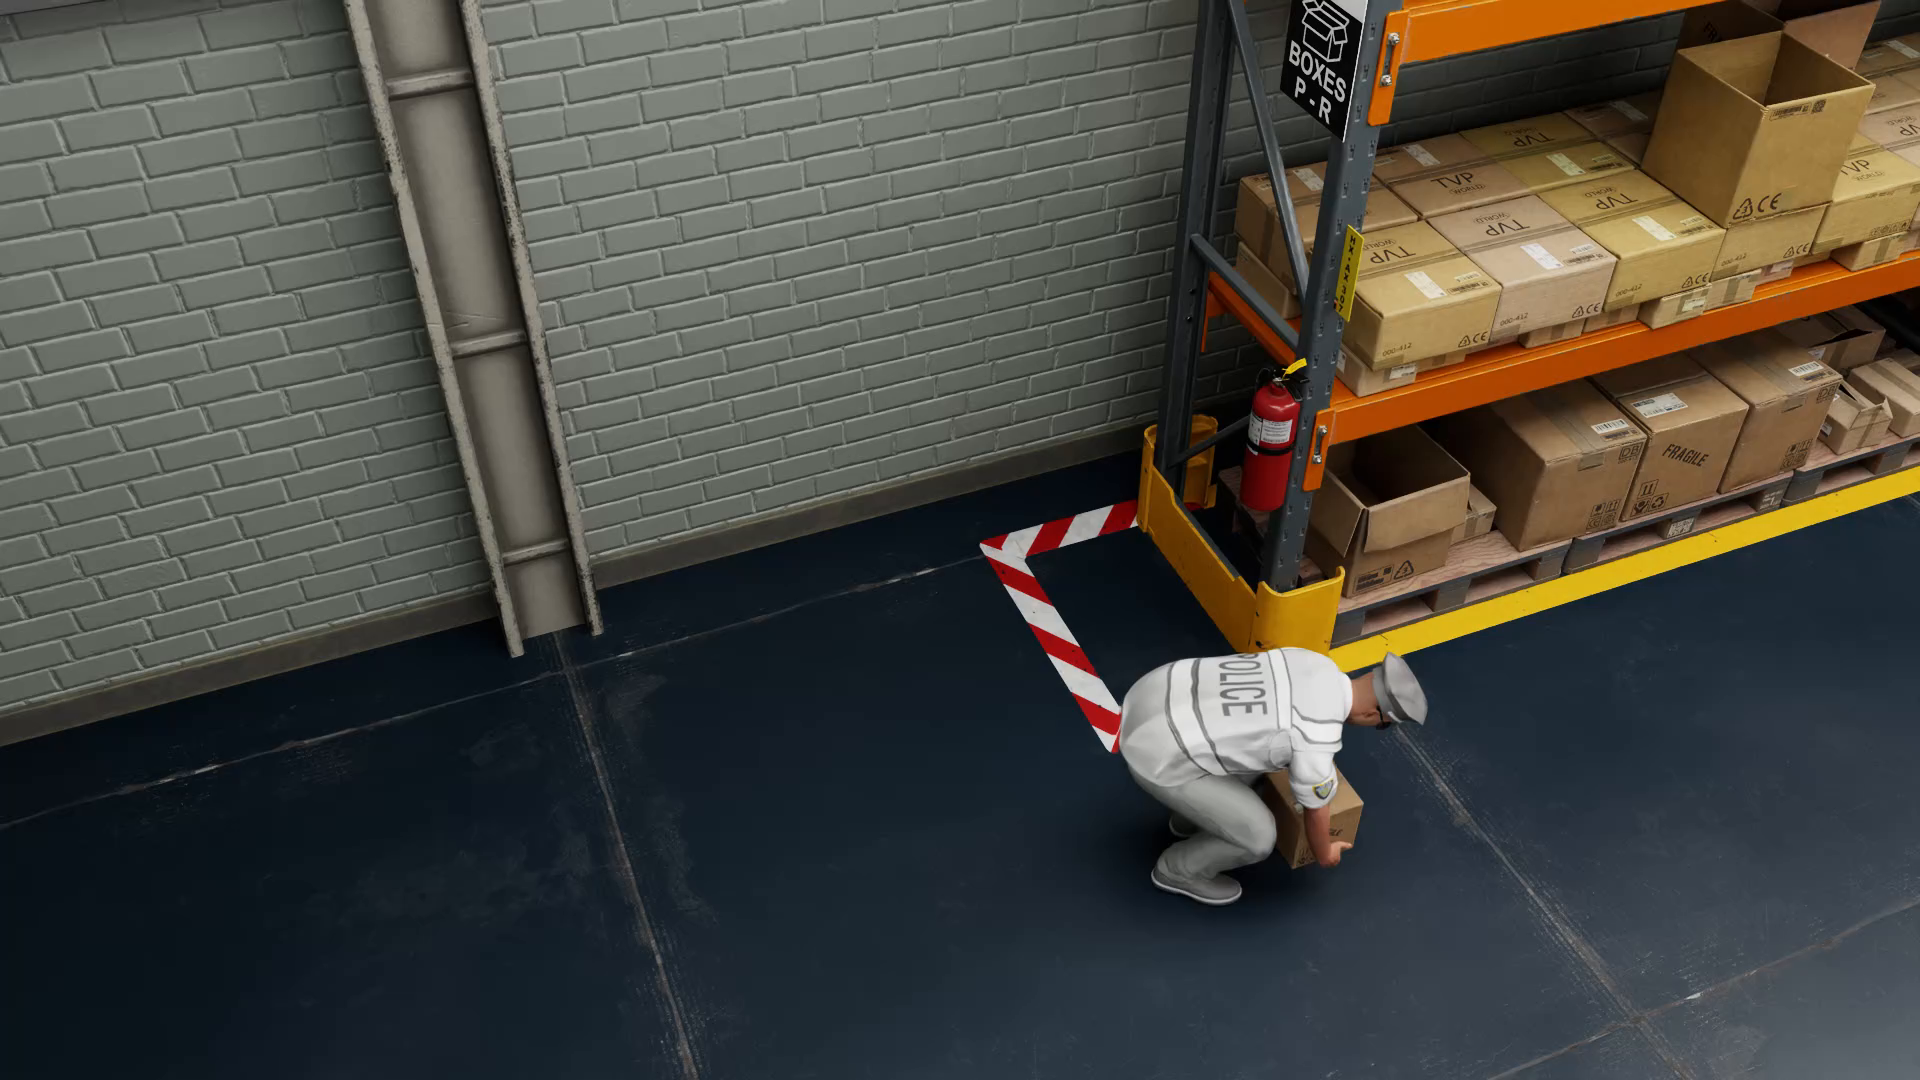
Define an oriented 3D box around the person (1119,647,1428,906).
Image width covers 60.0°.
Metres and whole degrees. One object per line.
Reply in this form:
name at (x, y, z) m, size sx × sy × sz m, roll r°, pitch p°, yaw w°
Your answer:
person at (1.054, 0.802, 5.792) m, size 1.011 × 1.035 × 0.544 m, roll 6°, pitch 42°, yaw 7°
